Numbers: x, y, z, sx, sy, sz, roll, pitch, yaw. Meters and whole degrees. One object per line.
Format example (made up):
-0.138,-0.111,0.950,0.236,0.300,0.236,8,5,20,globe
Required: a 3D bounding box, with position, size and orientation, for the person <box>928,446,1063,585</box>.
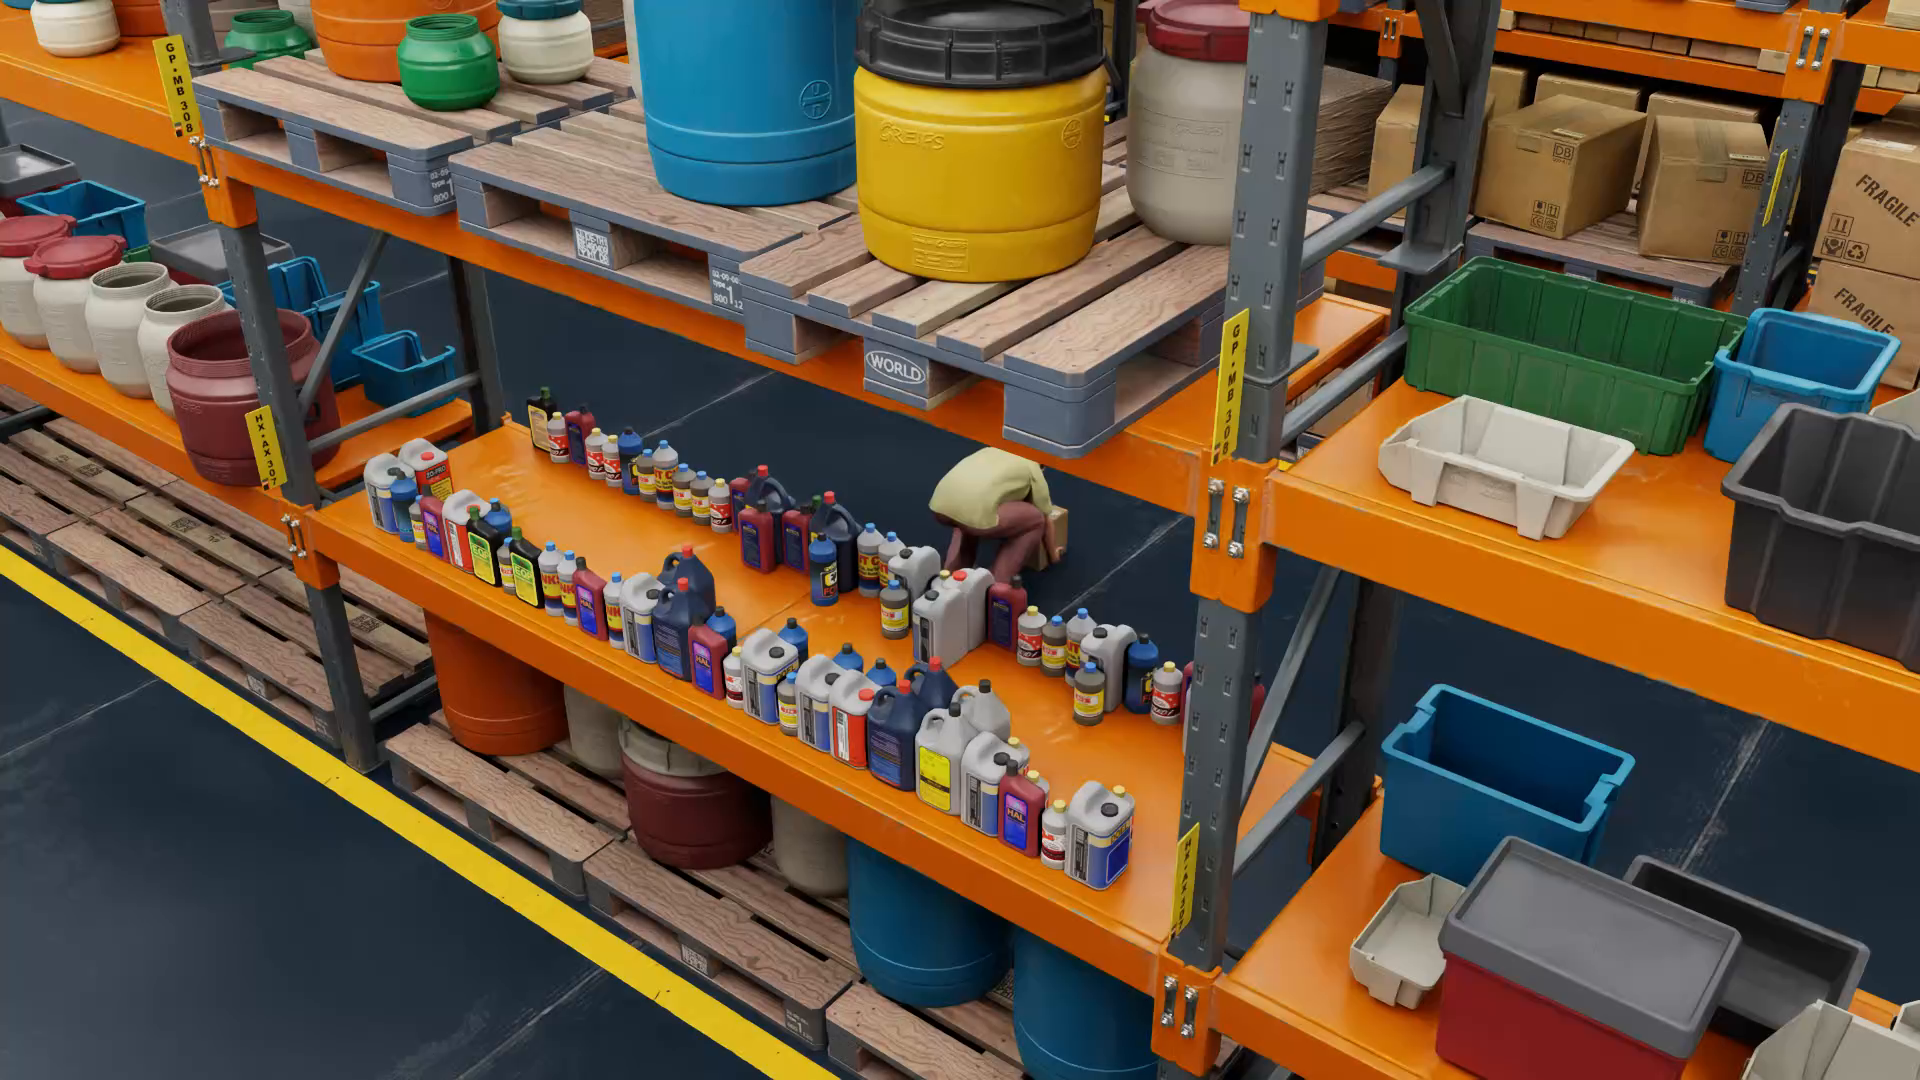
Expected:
0.190,-0.091,8.254,0.465,0.717,0.866,20,36,30,person
